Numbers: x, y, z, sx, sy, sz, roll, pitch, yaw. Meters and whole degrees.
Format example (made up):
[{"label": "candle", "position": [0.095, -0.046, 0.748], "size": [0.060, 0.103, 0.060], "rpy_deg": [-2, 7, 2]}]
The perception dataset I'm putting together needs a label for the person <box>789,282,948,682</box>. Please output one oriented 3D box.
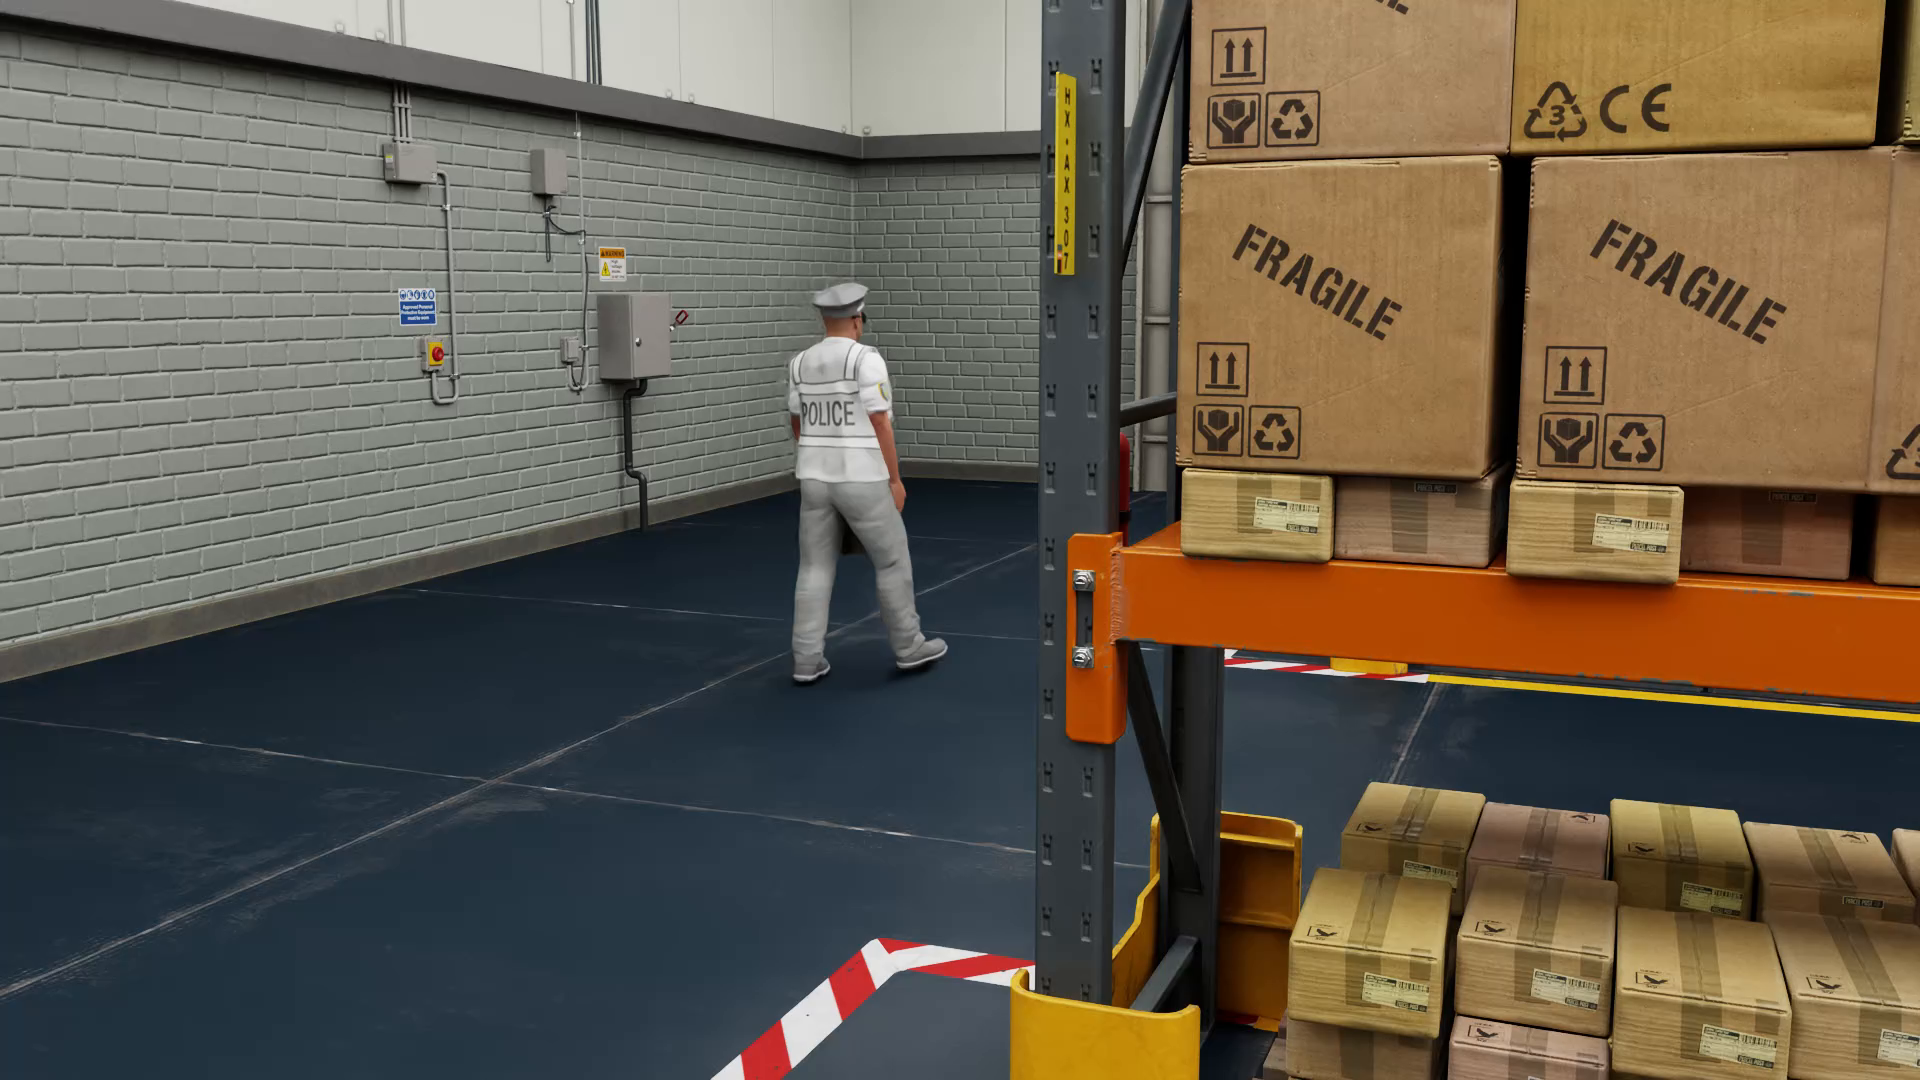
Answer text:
[{"label": "person", "position": [-0.464, -0.273, 7.507], "size": [0.585, 1.760, 0.738], "rpy_deg": [5, 10, 29]}]
